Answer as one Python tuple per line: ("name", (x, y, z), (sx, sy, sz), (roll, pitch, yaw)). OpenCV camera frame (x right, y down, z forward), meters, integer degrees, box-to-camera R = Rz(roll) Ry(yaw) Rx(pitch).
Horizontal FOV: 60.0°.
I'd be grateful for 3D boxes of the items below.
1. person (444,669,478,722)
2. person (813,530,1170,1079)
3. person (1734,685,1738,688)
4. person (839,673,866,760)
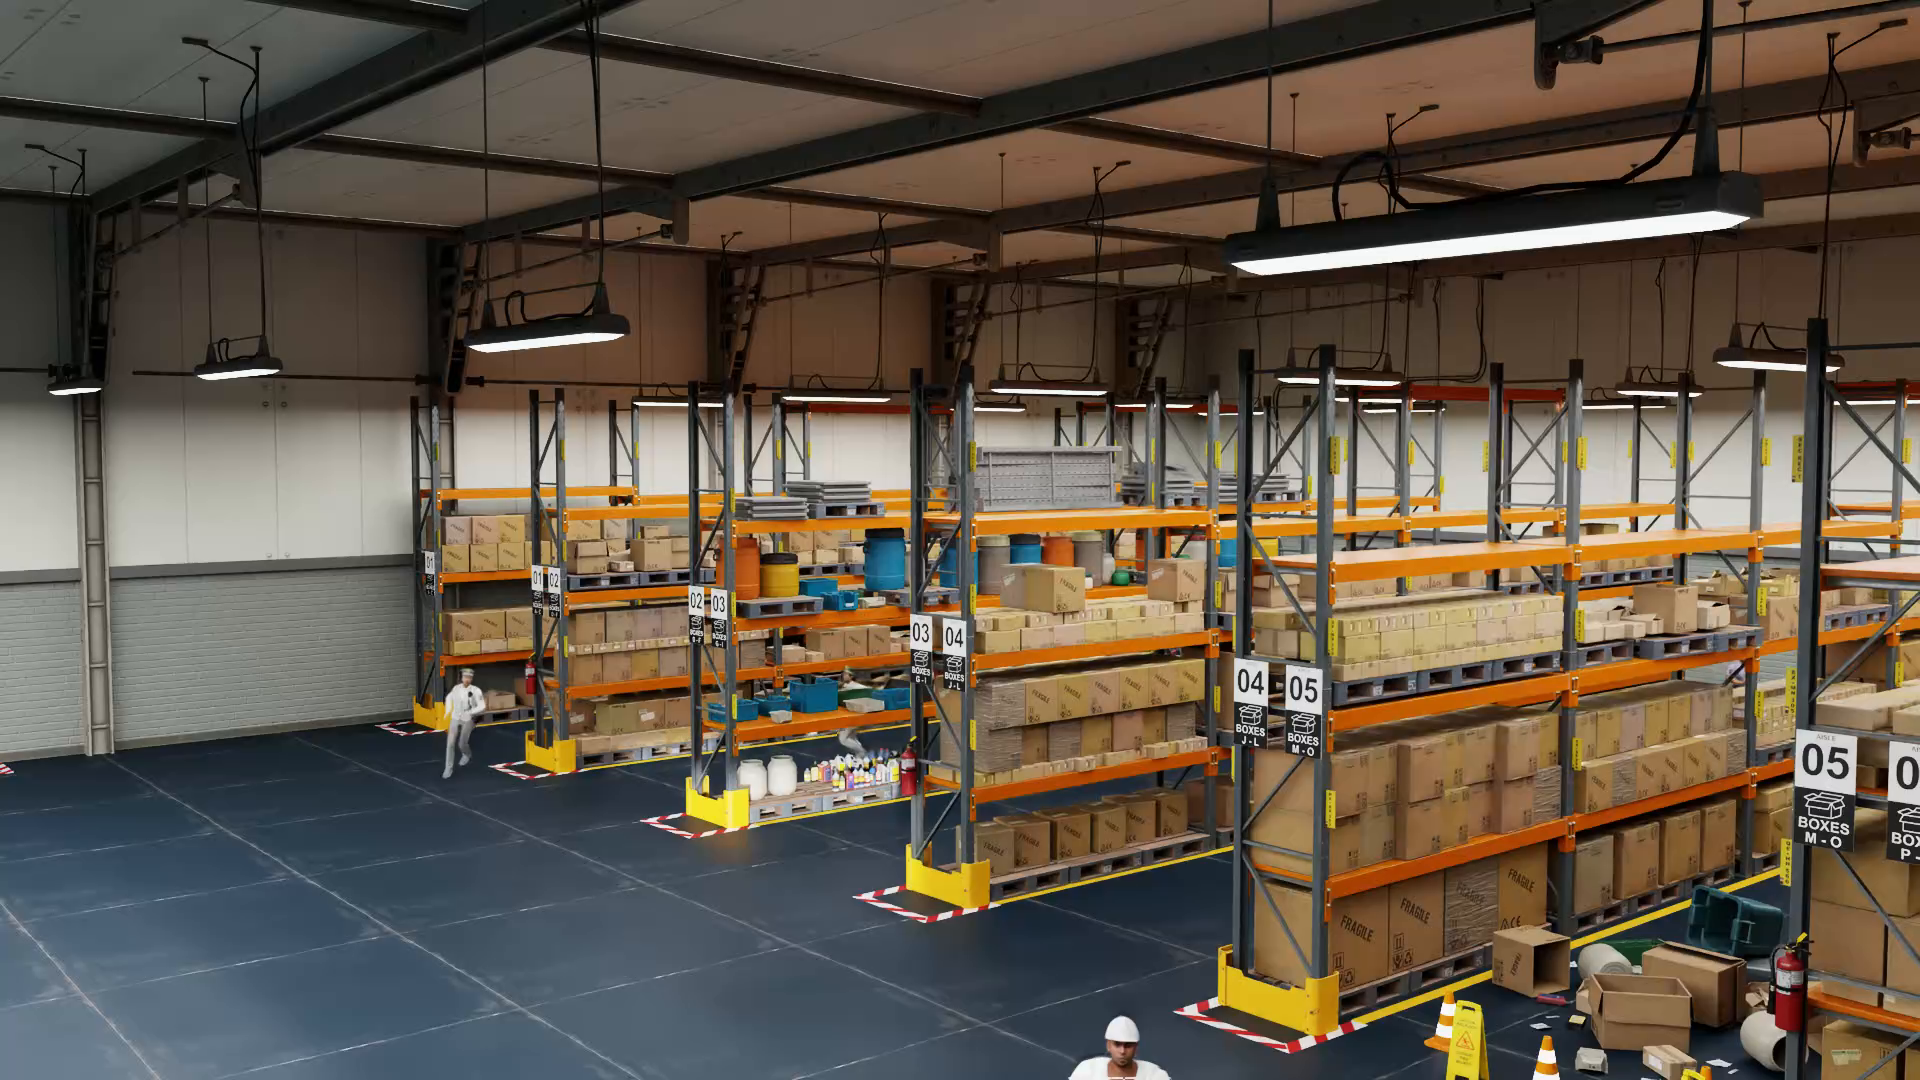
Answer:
("person", (3.523, 2.382, 26.314), (23.058, 0.846, 1.977), (0, 3, 1))
("person", (-0.772, 2.086, 19.823), (6.385, 3.690, 19.979), (0, 3, 7))
("person", (13.634, 2.990, 28.811), (0.496, 1.017, 0.862), (0, 3, -7))
("person", (-1.662, 2.813, 26.107), (0.636, 1.604, 0.630), (-2, 4, -33))
